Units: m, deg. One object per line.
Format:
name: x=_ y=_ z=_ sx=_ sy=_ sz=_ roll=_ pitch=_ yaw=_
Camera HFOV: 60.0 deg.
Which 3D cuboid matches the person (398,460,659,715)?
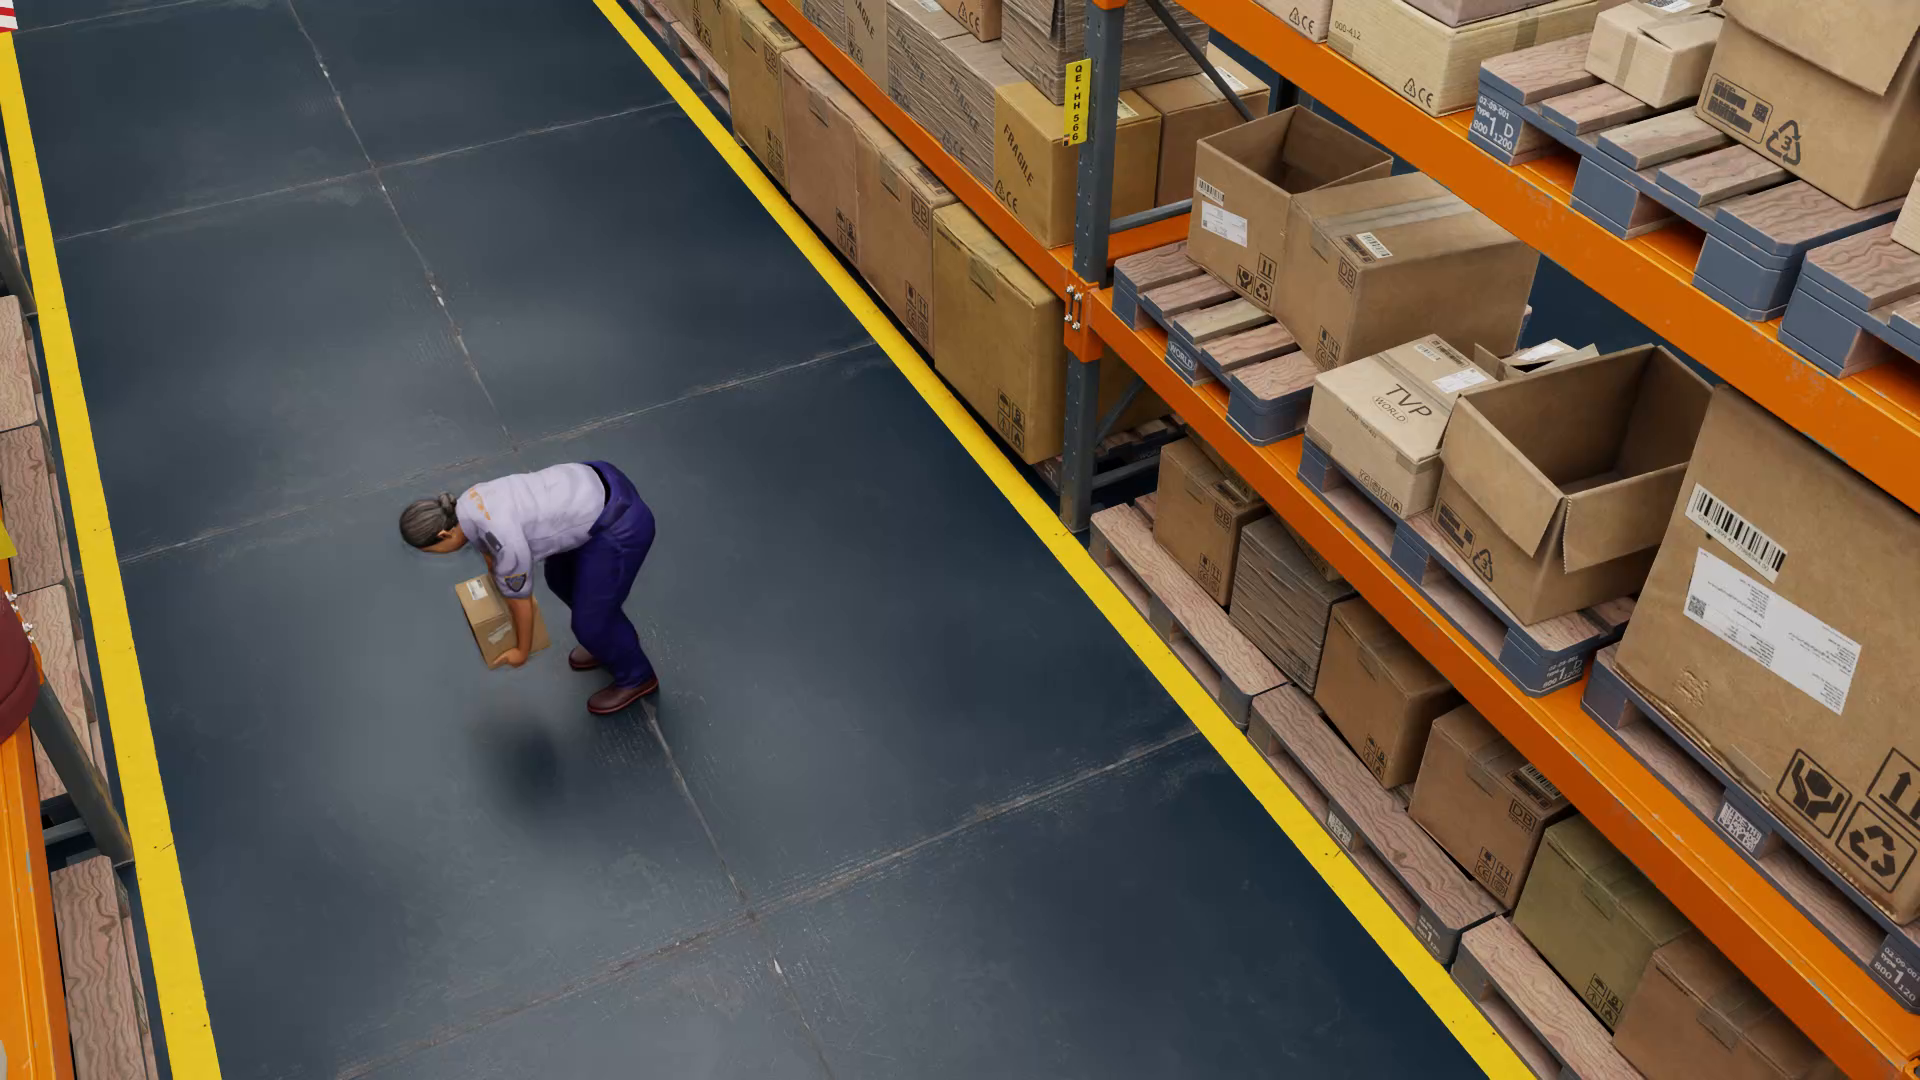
person: x=-1.587 y=0.184 z=6.340 sx=0.889 sy=1.153 sz=0.466 roll=-20 pitch=45 yaw=-21
